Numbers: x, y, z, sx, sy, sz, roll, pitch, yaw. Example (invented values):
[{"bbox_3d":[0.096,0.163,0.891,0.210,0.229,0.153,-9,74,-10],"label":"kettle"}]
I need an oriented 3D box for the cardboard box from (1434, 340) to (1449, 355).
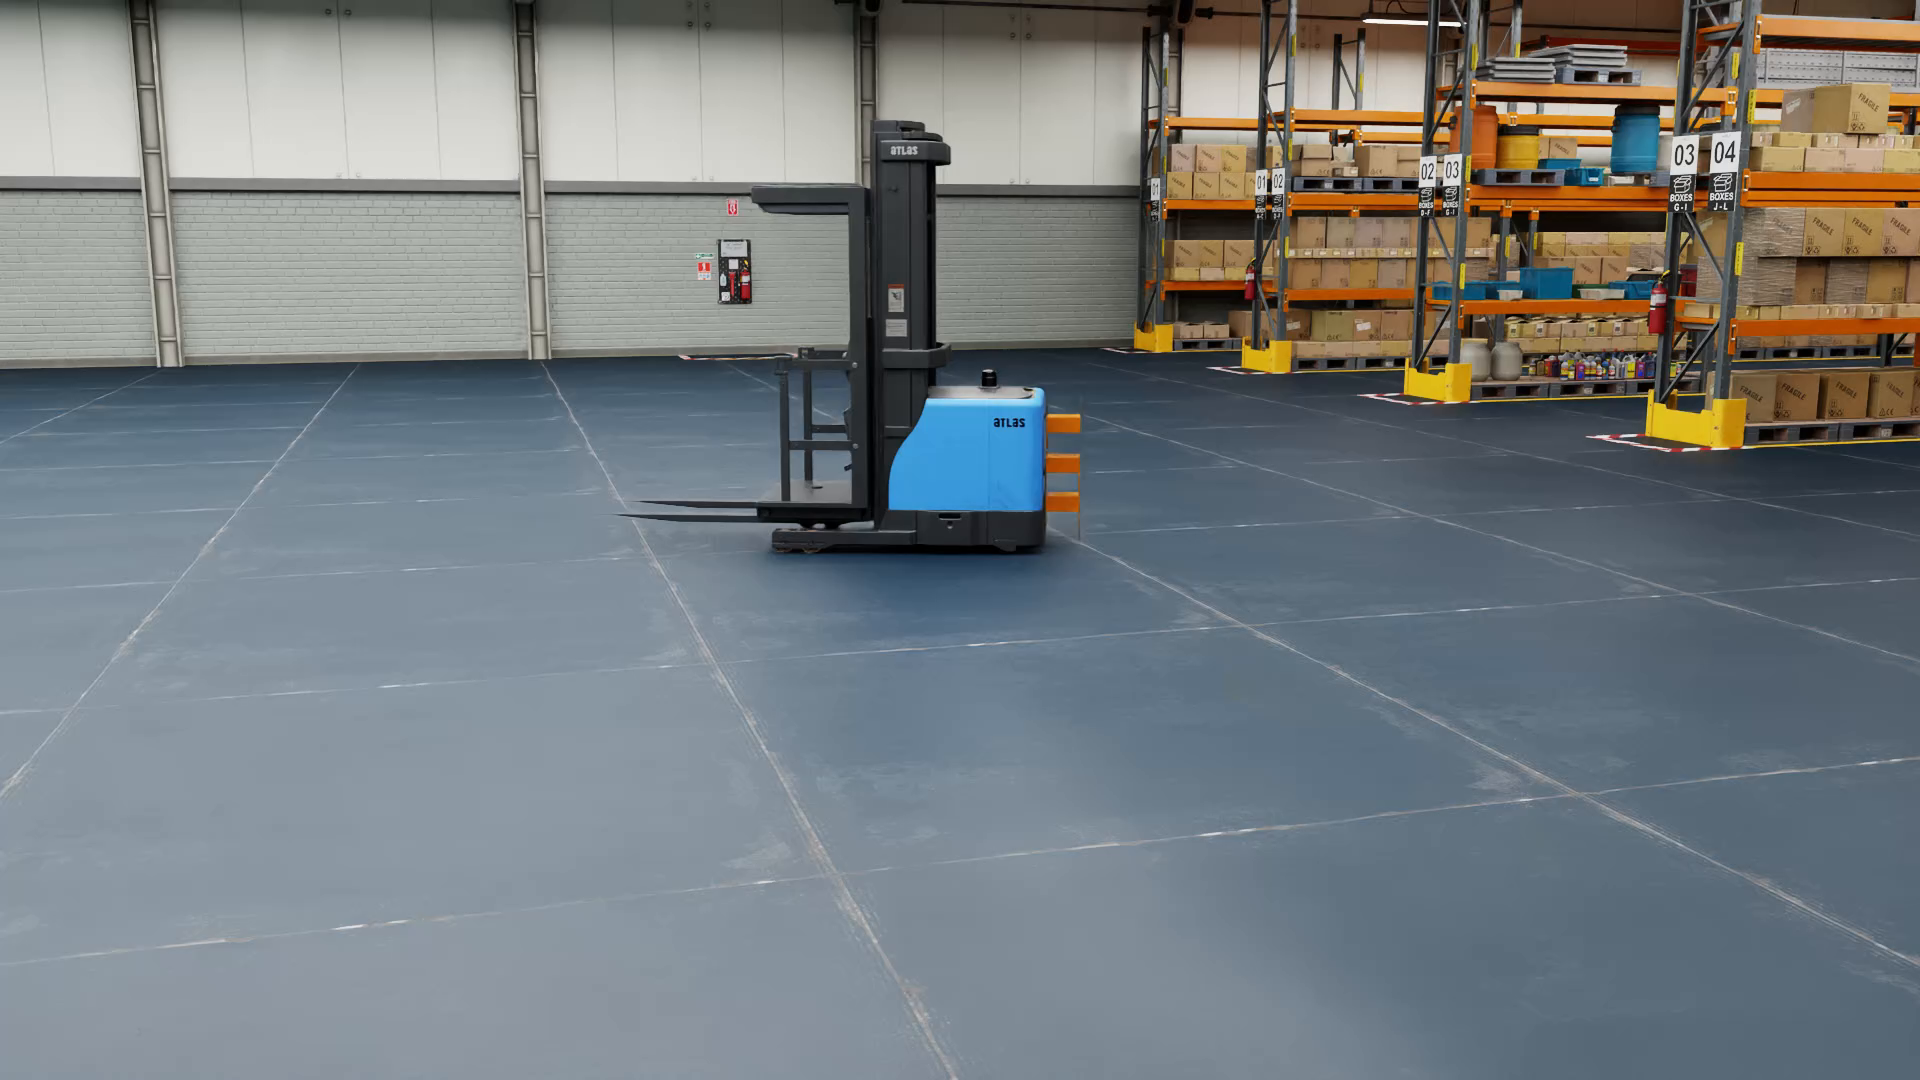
[{"bbox_3d":[7.987,-3.228,27.729,0.500,0.250,0.500,-3,11,-16],"label":"cardboard box"}]

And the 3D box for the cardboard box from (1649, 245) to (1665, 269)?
[{"bbox_3d":[14.287,-5.835,34.304,0.500,0.500,0.500,-3,11,-15],"label":"cardboard box"}]

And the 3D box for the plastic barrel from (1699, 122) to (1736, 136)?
[{"bbox_3d":[10.663,-5.383,23.330,0.708,0.901,0.600,-3,11,-16],"label":"plastic barrel"}]

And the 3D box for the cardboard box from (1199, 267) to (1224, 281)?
[{"bbox_3d":[4.677,-5.051,31.560,0.500,0.250,0.500,-3,11,-18],"label":"cardboard box"}]

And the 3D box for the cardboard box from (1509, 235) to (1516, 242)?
[{"bbox_3d":[10.984,-6.084,33.526,0.250,0.149,0.380,-5,11,-23],"label":"cardboard box"}]

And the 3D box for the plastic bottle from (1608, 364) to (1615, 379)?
[{"bbox_3d":[8.940,-2.310,22.826,0.097,0.201,0.097,0,10,0],"label":"plastic bottle"}]

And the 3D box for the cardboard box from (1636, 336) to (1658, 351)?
[{"bbox_3d":[11.764,-3.420,28.771,0.500,0.250,0.500,-3,11,-17],"label":"cardboard box"}]

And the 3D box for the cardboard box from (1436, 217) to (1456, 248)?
[{"bbox_3d":[7.945,-5.096,27.586,0.500,0.500,0.700,-3,11,-16],"label":"cardboard box"}]

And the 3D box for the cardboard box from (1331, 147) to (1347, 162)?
[{"bbox_3d":[7.061,-7.273,31.890,0.500,0.500,0.500,-4,11,-21],"label":"cardboard box"}]

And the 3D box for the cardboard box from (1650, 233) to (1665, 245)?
[{"bbox_3d":[14.277,-6.206,34.249,0.500,0.250,0.500,-3,11,-15],"label":"cardboard box"}]

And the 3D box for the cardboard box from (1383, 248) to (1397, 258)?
[{"bbox_3d":[6.927,-4.684,27.139,0.250,0.149,0.380,-3,11,-15],"label":"cardboard box"}]

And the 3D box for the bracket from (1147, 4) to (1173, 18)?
[{"bbox_3d":[3.756,-9.941,31.248,0.430,0.232,0.235,-3,11,-16],"label":"bracket"}]

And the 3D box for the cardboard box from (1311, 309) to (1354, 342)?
[{"bbox_3d":[6.070,-3.493,27.100,0.500,0.500,0.500,-3,11,-16],"label":"cardboard box"}]

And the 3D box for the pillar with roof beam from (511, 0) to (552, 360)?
[{"bbox_3d":[-6.263,-6.898,24.660,0.548,9.000,9.100,-3,11,-16],"label":"pillar with roof beam"}]

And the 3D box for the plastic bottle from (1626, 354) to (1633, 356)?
[{"bbox_3d":[9.504,-2.513,23.720,0.135,0.276,0.152,-3,11,-14],"label":"plastic bottle"}]

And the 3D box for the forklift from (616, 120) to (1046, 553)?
[{"bbox_3d":[-0.906,-1.444,11.794,3.031,2.935,1.130,1,10,4],"label":"forklift"}]

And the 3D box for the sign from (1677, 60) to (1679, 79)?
[{"bbox_3d":[12.534,-8.204,28.955,0.005,0.325,0.100,-3,11,-16],"label":"sign"}]

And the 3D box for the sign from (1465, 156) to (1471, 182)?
[{"bbox_3d":[6.544,-4.779,21.409,0.005,0.325,0.100,-3,11,-16],"label":"sign"}]

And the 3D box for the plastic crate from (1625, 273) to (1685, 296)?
[{"bbox_3d":[9.697,-3.562,23.284,0.504,0.338,0.767,-3,11,-16],"label":"plastic crate"}]

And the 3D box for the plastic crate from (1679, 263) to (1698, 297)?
[{"bbox_3d":[10.614,-3.706,23.718,0.583,0.464,0.402,-3,11,-16],"label":"plastic crate"}]

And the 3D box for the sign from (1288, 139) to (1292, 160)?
[{"bbox_3d":[5.163,-6.103,25.997,0.005,0.325,0.100,-3,11,-16],"label":"sign"}]

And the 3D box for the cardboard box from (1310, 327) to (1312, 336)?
[{"bbox_3d":[6.961,-4.110,32.698,0.250,0.166,0.380,-5,11,-23],"label":"cardboard box"}]

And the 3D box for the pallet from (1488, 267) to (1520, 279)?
[{"bbox_3d":[10.652,-5.373,33.477,1.003,0.211,1.213,-3,11,-16],"label":"pallet"}]

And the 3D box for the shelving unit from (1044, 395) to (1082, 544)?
[{"bbox_3d":[0.737,-0.504,11.885,0.252,1.050,0.215,1,10,4],"label":"shelving unit"}]

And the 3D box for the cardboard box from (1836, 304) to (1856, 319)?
[{"bbox_3d":[9.317,-2.448,17.751,0.250,0.149,0.380,-3,11,-16],"label":"cardboard box"}]

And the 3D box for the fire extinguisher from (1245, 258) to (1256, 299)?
[{"bbox_3d":[4.770,-4.293,27.294,0.183,0.674,0.296,-3,11,-16],"label":"fire extinguisher"}]

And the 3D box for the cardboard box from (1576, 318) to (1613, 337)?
[{"bbox_3d":[10.796,-3.644,28.443,0.500,0.311,0.500,-3,11,-14],"label":"cardboard box"}]

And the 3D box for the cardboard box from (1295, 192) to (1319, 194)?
[{"bbox_3d":[6.561,-6.762,31.875,0.500,0.500,0.500,-4,11,-21],"label":"cardboard box"}]

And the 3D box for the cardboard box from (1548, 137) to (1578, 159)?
[{"bbox_3d":[9.998,-6.493,27.927,0.500,0.500,0.500,-2,11,-10],"label":"cardboard box"}]

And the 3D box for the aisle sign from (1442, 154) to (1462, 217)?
[{"bbox_3d":[6.407,-4.619,21.671,0.004,0.787,0.394,-3,11,-16],"label":"aisle sign"}]

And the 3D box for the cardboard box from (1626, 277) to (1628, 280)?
[{"bbox_3d":[11.486,-4.463,28.699,0.250,0.149,0.380,-2,11,-12],"label":"cardboard box"}]

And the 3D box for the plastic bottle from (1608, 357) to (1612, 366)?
[{"bbox_3d":[9.015,-2.380,22.977,0.133,0.283,0.061,-3,11,-16],"label":"plastic bottle"}]

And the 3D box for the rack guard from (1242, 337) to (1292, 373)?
[{"bbox_3d":[4.990,-3.026,27.101,0.348,0.500,1.175,-3,11,-16],"label":"rack guard"}]

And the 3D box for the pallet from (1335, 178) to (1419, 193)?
[{"bbox_3d":[6.873,-5.782,27.126,1.213,0.211,1.003,-3,11,-16],"label":"pallet"}]

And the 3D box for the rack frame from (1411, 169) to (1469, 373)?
[{"bbox_3d":[6.394,-3.395,22.202,0.127,3.000,1.000,-3,11,-16],"label":"rack frame"}]

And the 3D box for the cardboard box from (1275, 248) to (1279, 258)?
[{"bbox_3d":[5.327,-4.677,27.098,0.250,0.149,0.380,-3,11,-17],"label":"cardboard box"}]

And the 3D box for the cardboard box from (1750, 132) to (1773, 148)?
[{"bbox_3d":[8.108,-4.105,17.089,0.250,0.149,0.380,-3,11,-16],"label":"cardboard box"}]

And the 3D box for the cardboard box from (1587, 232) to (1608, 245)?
[{"bbox_3d":[12.809,-6.128,33.822,0.500,0.250,0.500,-3,11,-16],"label":"cardboard box"}]

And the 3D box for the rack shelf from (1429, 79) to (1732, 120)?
[{"bbox_3d":[8.315,-5.896,22.310,4.000,0.370,1.077,-3,11,-16],"label":"rack shelf"}]

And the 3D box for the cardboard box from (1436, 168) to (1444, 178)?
[{"bbox_3d":[7.772,-5.977,27.091,0.250,0.149,0.380,-3,11,-16],"label":"cardboard box"}]

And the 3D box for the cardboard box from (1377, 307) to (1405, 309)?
[{"bbox_3d":[7.361,-3.662,28.017,0.500,0.500,0.500,-3,11,-16],"label":"cardboard box"}]

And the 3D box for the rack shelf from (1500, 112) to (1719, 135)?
[{"bbox_3d":[10.774,-6.960,28.088,4.000,0.370,1.077,-3,11,-16],"label":"rack shelf"}]

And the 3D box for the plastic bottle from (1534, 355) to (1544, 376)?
[{"bbox_3d":[8.142,-2.454,23.377,0.133,0.283,0.061,-3,11,-15],"label":"plastic bottle"}]

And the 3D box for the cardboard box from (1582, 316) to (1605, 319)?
[{"bbox_3d":[11.117,-3.762,29.083,0.500,0.311,0.500,-3,11,-17],"label":"cardboard box"}]

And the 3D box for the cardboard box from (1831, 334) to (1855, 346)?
[{"bbox_3d":[15.665,-3.752,29.832,0.500,0.500,0.500,-3,11,-16],"label":"cardboard box"}]

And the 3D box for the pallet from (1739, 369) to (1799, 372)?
[{"bbox_3d":[12.152,-2.335,24.146,1.213,0.211,1.003,-3,11,-16],"label":"pallet"}]

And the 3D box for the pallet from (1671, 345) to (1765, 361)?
[{"bbox_3d":[13.422,-3.321,29.502,1.213,0.211,1.003,-3,11,-16],"label":"pallet"}]

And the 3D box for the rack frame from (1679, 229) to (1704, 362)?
[{"bbox_3d":[12.695,-4.661,29.080,0.127,3.000,1.000,-3,11,-16],"label":"rack frame"}]

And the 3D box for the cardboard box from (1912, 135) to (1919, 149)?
[{"bbox_3d":[10.124,-4.200,17.602,0.250,0.149,0.380,-2,11,-13],"label":"cardboard box"}]

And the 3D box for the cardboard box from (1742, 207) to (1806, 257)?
[{"bbox_3d":[8.383,-3.202,17.293,0.500,0.500,0.500,-3,11,-16],"label":"cardboard box"}]

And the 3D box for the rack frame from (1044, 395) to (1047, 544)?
[{"bbox_3d":[0.615,-0.506,11.894,0.008,1.050,0.200,1,10,4],"label":"rack frame"}]

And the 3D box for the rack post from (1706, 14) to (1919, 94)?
[{"bbox_3d":[12.102,-6.761,23.363,3.121,1.000,1.013,-3,11,-16],"label":"rack post"}]

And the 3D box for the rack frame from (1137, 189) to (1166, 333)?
[{"bbox_3d":[3.625,-5.117,31.557,0.127,3.000,1.000,-3,11,-16],"label":"rack frame"}]

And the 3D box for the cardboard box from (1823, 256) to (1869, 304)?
[{"bbox_3d":[9.253,-2.816,17.962,0.500,0.500,0.875,-3,11,-16],"label":"cardboard box"}]
